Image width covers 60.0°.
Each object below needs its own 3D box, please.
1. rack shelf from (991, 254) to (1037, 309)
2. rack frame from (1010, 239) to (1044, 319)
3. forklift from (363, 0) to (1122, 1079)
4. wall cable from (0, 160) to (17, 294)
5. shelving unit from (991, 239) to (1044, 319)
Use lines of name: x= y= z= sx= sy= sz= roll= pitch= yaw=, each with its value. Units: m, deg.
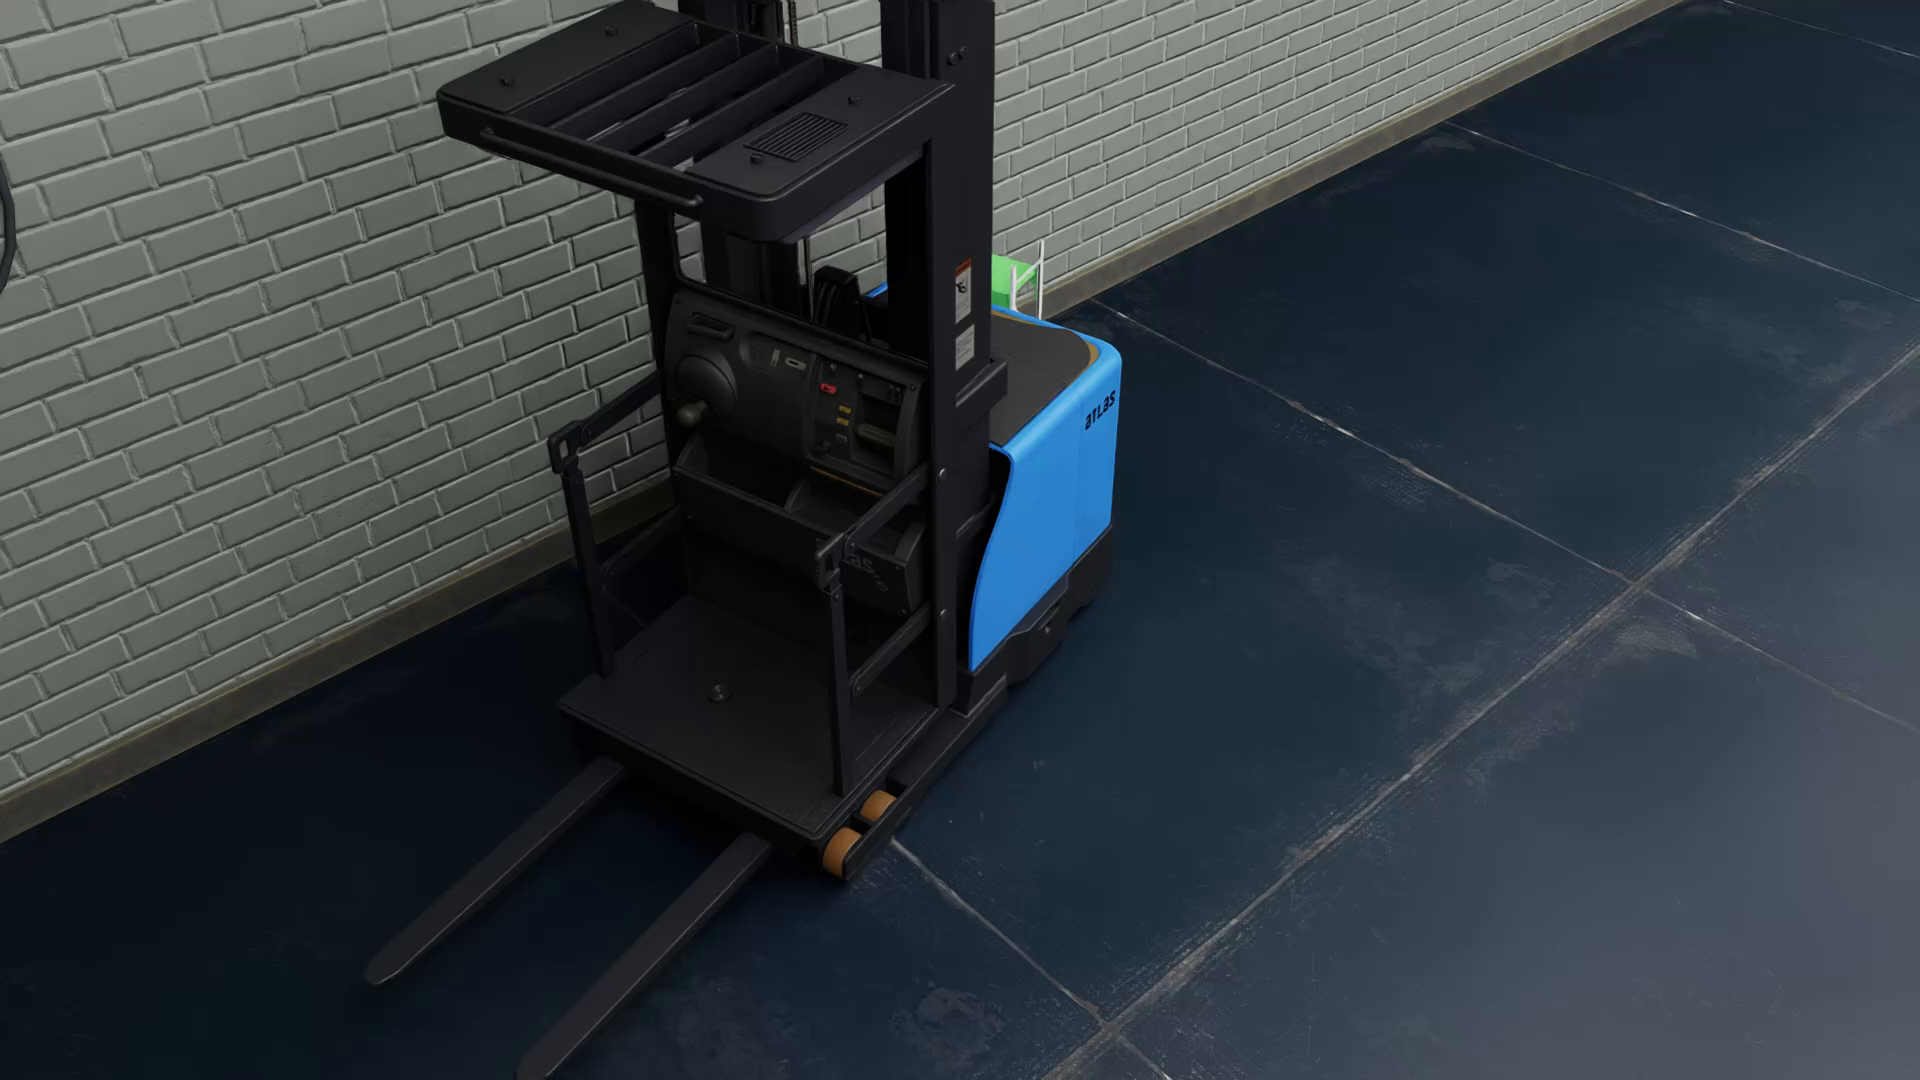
rack shelf: x=0.038 y=-0.995 z=6.364 sx=0.480 sy=0.148 sz=0.258 roll=20 pitch=43 yaw=23
rack frame: x=0.249 y=-0.594 z=6.531 sx=0.015 sy=1.200 sz=0.240 roll=20 pitch=43 yaw=23
forklift: x=-0.633 y=-0.383 z=4.891 sx=1.130 sy=2.935 sz=3.031 roll=22 pitch=44 yaw=25
wall cable: x=-3.739 y=-0.951 z=3.237 sx=3.097 sy=2.526 sz=0.112 roll=-30 pitch=48 yaw=-32
shelving unit: x=0.038 y=-0.671 z=6.626 sx=0.503 sy=1.200 sz=0.258 roll=20 pitch=43 yaw=23
